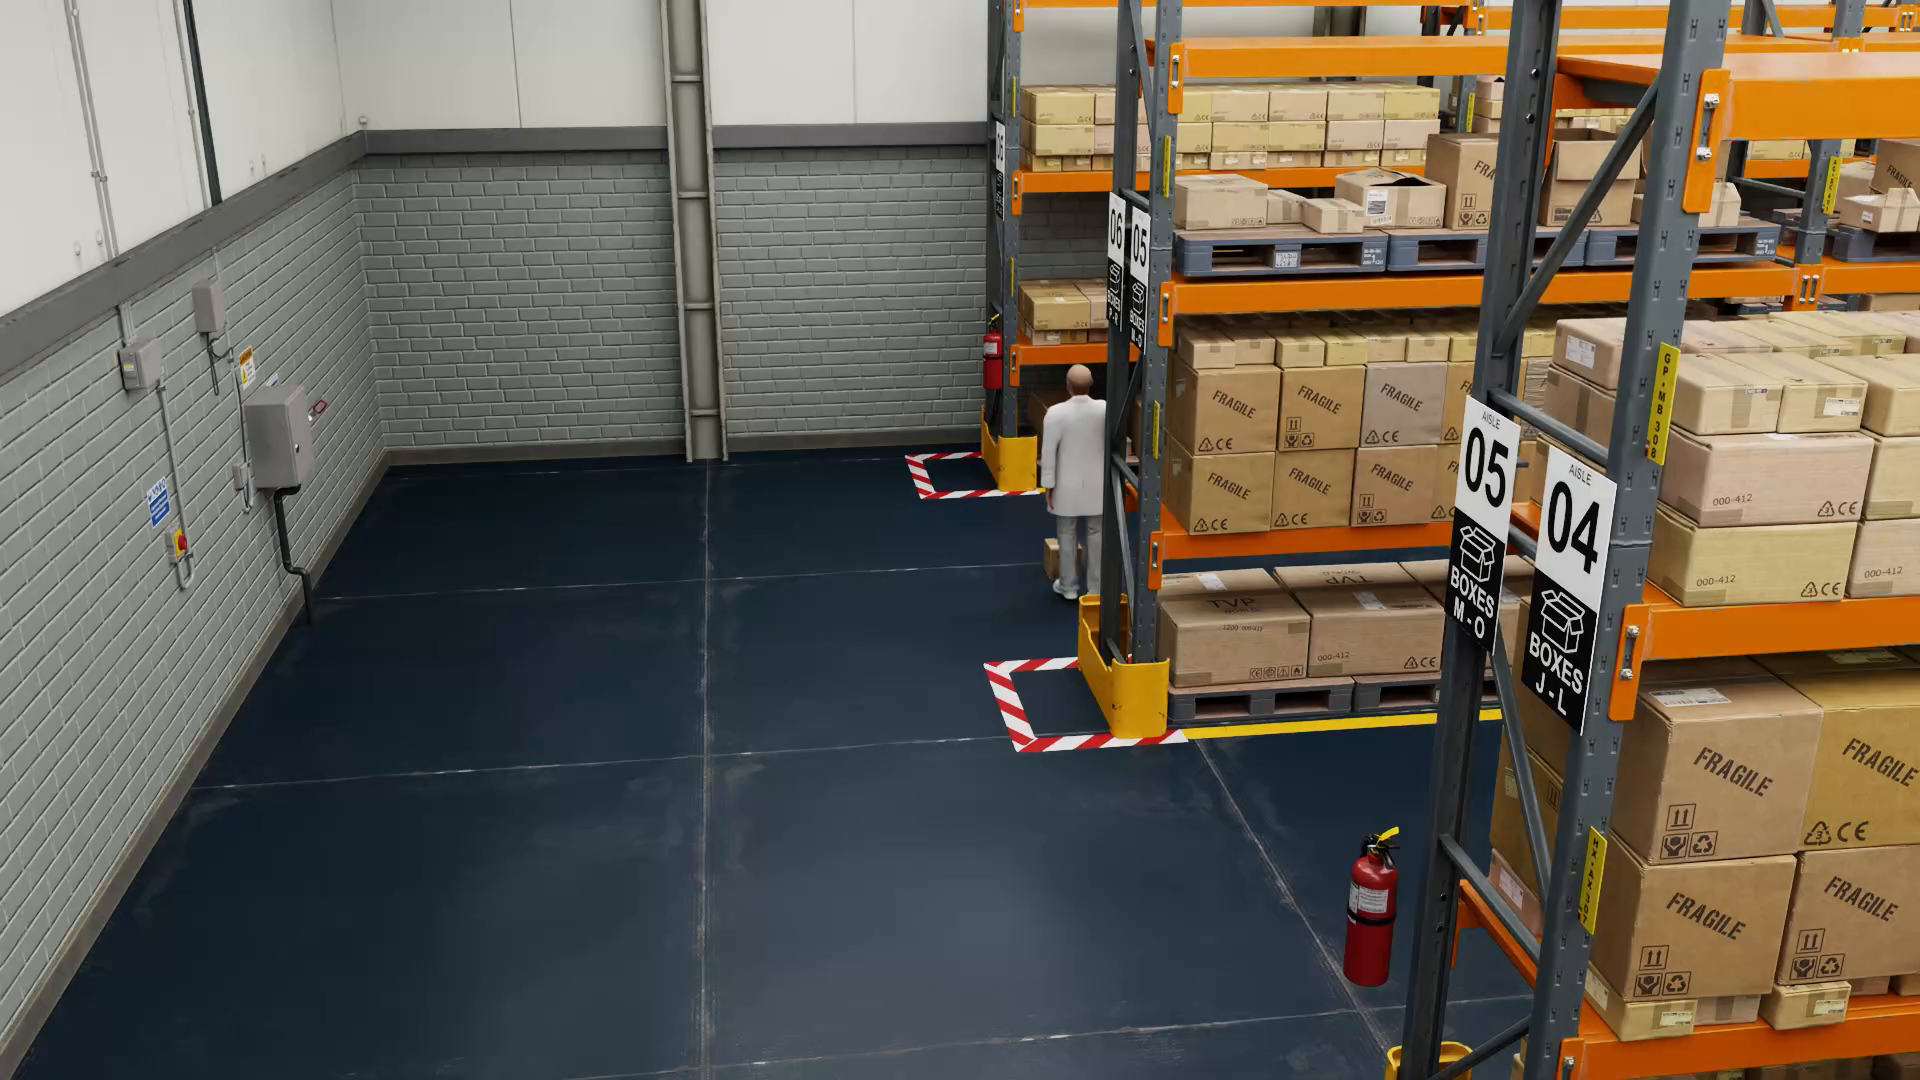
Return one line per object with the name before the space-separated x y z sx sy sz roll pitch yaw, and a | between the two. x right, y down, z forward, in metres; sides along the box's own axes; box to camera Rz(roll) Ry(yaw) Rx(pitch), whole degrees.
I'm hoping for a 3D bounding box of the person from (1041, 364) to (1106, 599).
person | 0.893 -0.424 12.231 0.645 1.802 0.458 -3 20 -8
